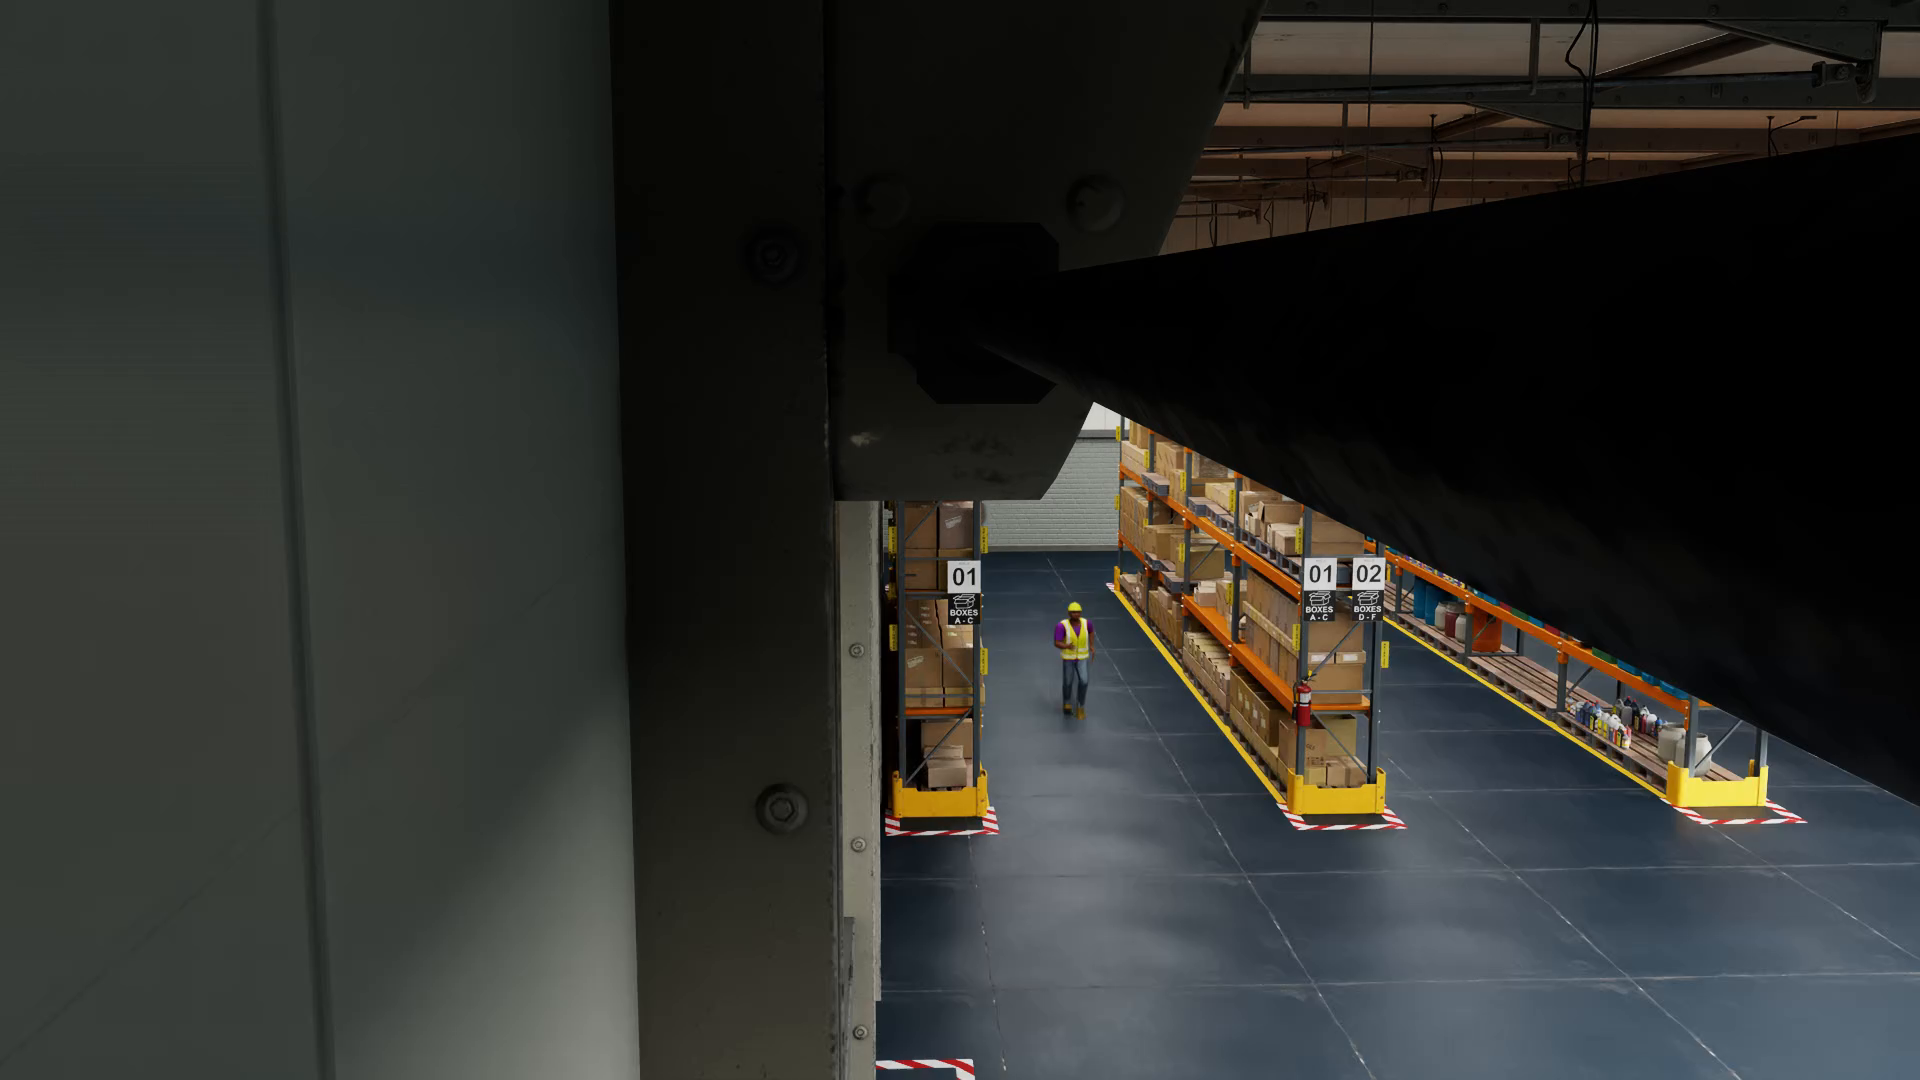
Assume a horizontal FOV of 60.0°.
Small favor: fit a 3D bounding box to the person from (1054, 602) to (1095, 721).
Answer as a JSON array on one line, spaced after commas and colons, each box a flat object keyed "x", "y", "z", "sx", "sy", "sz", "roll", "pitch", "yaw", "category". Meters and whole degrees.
[{"x": 1.748, "y": 1.834, "z": 25.289, "sx": 0.674, "sy": 1.811, "sz": 0.826, "roll": -1, "pitch": 8, "yaw": -7, "category": "person"}]
